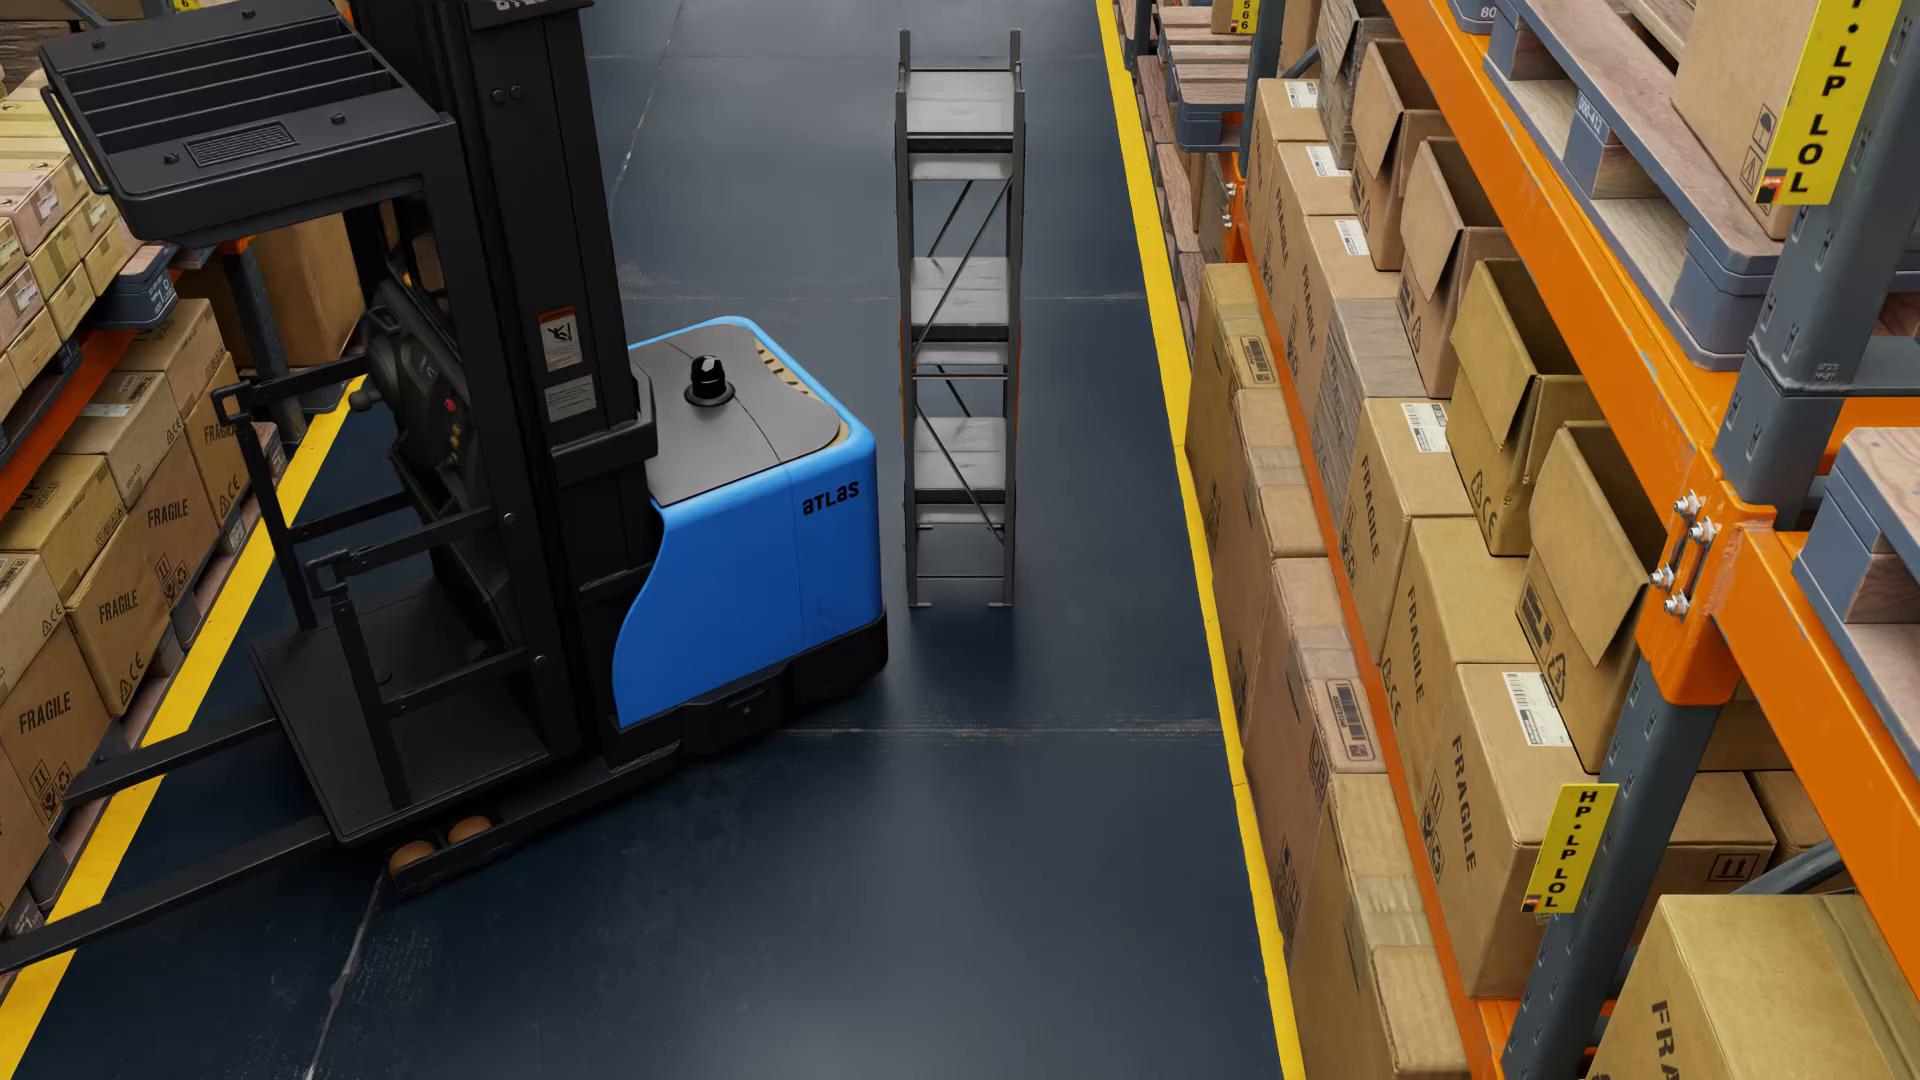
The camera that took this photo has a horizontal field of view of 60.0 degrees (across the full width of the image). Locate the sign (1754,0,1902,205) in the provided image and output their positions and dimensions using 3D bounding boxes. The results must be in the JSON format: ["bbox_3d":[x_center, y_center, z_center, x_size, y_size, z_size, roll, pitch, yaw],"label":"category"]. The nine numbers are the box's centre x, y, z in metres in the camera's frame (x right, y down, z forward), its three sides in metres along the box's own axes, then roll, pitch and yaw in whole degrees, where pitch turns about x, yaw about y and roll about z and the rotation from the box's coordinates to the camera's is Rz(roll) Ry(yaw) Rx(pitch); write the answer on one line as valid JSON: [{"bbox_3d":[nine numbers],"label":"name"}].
[{"bbox_3d":[1.038,-0.546,1.969,0.100,0.325,0.005,0,39,0],"label":"sign"}]

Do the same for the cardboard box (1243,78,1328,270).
[{"bbox_3d":[1.305,-1.293,5.885,0.500,0.500,0.500,1,39,1],"label":"cardboard box"}]

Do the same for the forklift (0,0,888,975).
[{"bbox_3d":[-1.776,-0.392,4.895,3.031,2.935,1.130,-22,44,-25],"label":"forklift"}]

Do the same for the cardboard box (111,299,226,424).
[{"bbox_3d":[-3.121,-0.672,6.253,0.500,0.250,0.500,-1,39,-1],"label":"cardboard box"}]

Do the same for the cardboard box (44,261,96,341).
[{"bbox_3d":[-2.926,-0.736,5.134,0.380,0.149,0.250,-2,39,-2],"label":"cardboard box"}]

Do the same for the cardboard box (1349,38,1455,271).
[{"bbox_3d":[1.559,-1.124,4.872,0.797,0.503,0.637,1,39,1],"label":"cardboard box"}]

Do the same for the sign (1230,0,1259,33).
[{"bbox_3d":[1.033,-1.973,5.951,0.100,0.325,0.005,0,39,0],"label":"sign"}]

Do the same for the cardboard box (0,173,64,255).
[{"bbox_3d":[-2.928,-0.971,4.953,0.380,0.149,0.250,0,39,0],"label":"cardboard box"}]

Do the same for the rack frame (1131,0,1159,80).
[{"bbox_3d":[1.571,-4.060,9.418,1.000,3.000,0.127,0,39,0],"label":"rack frame"}]

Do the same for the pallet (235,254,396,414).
[{"bbox_3d":[-3.310,-1.023,7.858,1.003,0.211,1.213,0,39,0],"label":"pallet"}]

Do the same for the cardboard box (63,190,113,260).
[{"bbox_3d":[-2.923,-1.004,5.231,0.380,0.149,0.250,0,39,0],"label":"cardboard box"}]

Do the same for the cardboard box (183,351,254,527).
[{"bbox_3d":[-3.122,-0.395,6.508,0.500,0.500,0.500,0,39,0],"label":"cardboard box"}]

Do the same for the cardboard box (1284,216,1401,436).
[{"bbox_3d":[1.312,-0.651,5.083,0.500,0.500,0.500,-1,39,-1],"label":"cardboard box"}]

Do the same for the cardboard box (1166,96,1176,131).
[{"bbox_3d":[1.532,-2.574,9.210,0.700,0.500,0.500,0,39,0],"label":"cardboard box"}]

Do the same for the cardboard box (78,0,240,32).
[{"bbox_3d":[-3.115,-1.938,6.690,0.500,0.500,0.500,0,39,0],"label":"cardboard box"}]

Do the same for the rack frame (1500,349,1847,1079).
[{"bbox_3d":[1.581,0.943,3.175,1.000,3.000,0.127,0,39,0],"label":"rack frame"}]

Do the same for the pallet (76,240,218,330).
[{"bbox_3d":[-3.277,-1.098,5.875,1.213,0.211,1.003,0,39,0],"label":"pallet"}]

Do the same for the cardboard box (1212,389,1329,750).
[{"bbox_3d":[1.549,0.096,5.595,1.225,0.875,0.875,0,39,0],"label":"cardboard box"}]

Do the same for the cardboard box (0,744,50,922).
[{"bbox_3d":[-3.117,0.902,4.889,0.500,0.500,0.500,2,39,2],"label":"cardboard box"}]

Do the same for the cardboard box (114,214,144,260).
[{"bbox_3d":[-2.925,-1.060,5.539,0.380,0.149,0.250,1,39,1],"label":"cardboard box"}]

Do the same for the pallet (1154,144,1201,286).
[{"bbox_3d":[1.578,-1.720,8.728,1.003,0.211,1.213,0,39,0],"label":"pallet"}]

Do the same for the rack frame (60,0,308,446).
[{"bbox_3d":[-3.384,-1.618,6.371,1.000,3.000,0.127,0,39,0],"label":"rack frame"}]

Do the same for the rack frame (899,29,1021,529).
[{"bbox_3d":[0.000,-0.868,6.155,0.400,2.100,0.015,0,39,0],"label":"rack frame"}]

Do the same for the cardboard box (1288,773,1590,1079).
[{"bbox_3d":[1.560,1.208,4.207,1.225,0.875,0.875,0,39,0],"label":"cardboard box"}]

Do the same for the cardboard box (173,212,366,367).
[{"bbox_3d":[-3.295,-1.285,7.418,1.050,0.750,0.750,-1,39,-1],"label":"cardboard box"}]

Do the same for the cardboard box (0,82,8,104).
[{"bbox_3d":[-3.584,-1.498,5.848,0.380,0.149,0.250,2,39,2],"label":"cardboard box"}]

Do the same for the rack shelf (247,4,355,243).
[{"bbox_3d":[-3.386,-2.588,8.156,1.077,0.370,4.000,0,39,0],"label":"rack shelf"}]

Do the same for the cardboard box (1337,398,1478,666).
[{"bbox_3d":[1.306,-0.025,4.302,0.500,0.500,0.500,0,39,-1],"label":"cardboard box"}]

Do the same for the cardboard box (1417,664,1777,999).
[{"bbox_3d":[1.307,0.612,3.508,0.500,0.500,0.500,0,39,0],"label":"cardboard box"}]

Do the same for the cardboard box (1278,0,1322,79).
[{"bbox_3d":[1.535,-2.099,6.555,0.500,0.500,0.500,-5,39,-6],"label":"cardboard box"}]

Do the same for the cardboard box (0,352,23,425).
[{"bbox_3d":[-2.924,-0.403,4.720,0.380,0.149,0.250,-2,39,-2],"label":"cardboard box"}]

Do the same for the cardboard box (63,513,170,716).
[{"bbox_3d":[-3.108,0.260,5.690,0.500,0.500,0.500,-2,39,-2],"label":"cardboard box"}]

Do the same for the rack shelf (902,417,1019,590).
[{"bbox_3d":[0.000,-0.159,6.410,0.431,0.518,0.480,0,39,0],"label":"rack shelf"}]

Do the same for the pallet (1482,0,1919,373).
[{"bbox_3d":[1.530,-0.726,3.012,0.805,0.209,1.217,-1,39,-2],"label":"pallet"}]

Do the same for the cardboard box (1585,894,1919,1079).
[{"bbox_3d":[1.326,0.892,2.520,0.500,0.500,0.500,0,39,0],"label":"cardboard box"}]

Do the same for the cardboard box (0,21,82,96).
[{"bbox_3d":[-3.653,-1.939,6.691,0.500,0.500,0.500,0,39,0],"label":"cardboard box"}]

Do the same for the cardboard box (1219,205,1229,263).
[{"bbox_3d":[1.555,-1.174,7.463,0.700,0.500,0.500,-2,39,-2],"label":"cardboard box"}]

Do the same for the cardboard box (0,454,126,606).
[{"bbox_3d":[-3.125,-0.038,5.462,0.500,0.250,0.500,1,39,1],"label":"cardboard box"}]

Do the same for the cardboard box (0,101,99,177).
[{"bbox_3d":[-2.927,-1.289,5.349,0.380,0.149,0.250,1,39,1],"label":"cardboard box"}]

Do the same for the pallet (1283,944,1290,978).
[{"bbox_3d":[1.504,1.548,4.649,1.003,0.211,1.213,0,39,0],"label":"pallet"}]

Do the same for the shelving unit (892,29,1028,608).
[{"bbox_3d":[0.000,-0.716,5.964,0.431,2.100,0.503,0,39,0],"label":"shelving unit"}]

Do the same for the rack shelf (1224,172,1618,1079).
[{"bbox_3d":[1.578,-0.027,4.961,1.077,0.370,4.000,0,39,0],"label":"rack shelf"}]

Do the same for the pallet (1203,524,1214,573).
[{"bbox_3d":[1.502,0.023,6.553,1.003,0.211,1.213,0,39,0],"label":"pallet"}]

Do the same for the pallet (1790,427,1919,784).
[{"bbox_3d":[1.571,0.319,1.626,1.003,0.211,1.213,0,39,0],"label":"pallet"}]

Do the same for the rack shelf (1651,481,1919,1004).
[{"bbox_3d":[1.583,1.304,0.901,1.077,0.370,4.000,0,39,0],"label":"rack shelf"}]

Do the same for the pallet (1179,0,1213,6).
[{"bbox_3d":[1.533,-2.722,7.901,1.003,0.211,1.213,0,39,0],"label":"pallet"}]

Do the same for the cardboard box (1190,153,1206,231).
[{"bbox_3d":[1.534,-1.875,8.338,0.700,0.500,0.500,3,39,4],"label":"cardboard box"}]

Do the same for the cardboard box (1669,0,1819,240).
[{"bbox_3d":[1.570,-0.793,2.527,0.700,0.500,0.500,1,39,1],"label":"cardboard box"}]

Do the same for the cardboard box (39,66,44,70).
[{"bbox_3d":[-2.925,-1.610,5.750,0.380,0.149,0.250,-1,39,-2],"label":"cardboard box"}]

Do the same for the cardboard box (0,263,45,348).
[{"bbox_3d":[-2.924,-0.685,4.833,0.380,0.149,0.250,1,39,1],"label":"cardboard box"}]

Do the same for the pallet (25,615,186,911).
[{"bbox_3d":[-3.386,0.720,5.683,1.003,0.211,1.213,0,39,0],"label":"pallet"}]

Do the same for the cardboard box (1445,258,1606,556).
[{"bbox_3d":[1.583,-0.316,3.864,0.797,0.503,0.637,0,39,0],"label":"cardboard box"}]
